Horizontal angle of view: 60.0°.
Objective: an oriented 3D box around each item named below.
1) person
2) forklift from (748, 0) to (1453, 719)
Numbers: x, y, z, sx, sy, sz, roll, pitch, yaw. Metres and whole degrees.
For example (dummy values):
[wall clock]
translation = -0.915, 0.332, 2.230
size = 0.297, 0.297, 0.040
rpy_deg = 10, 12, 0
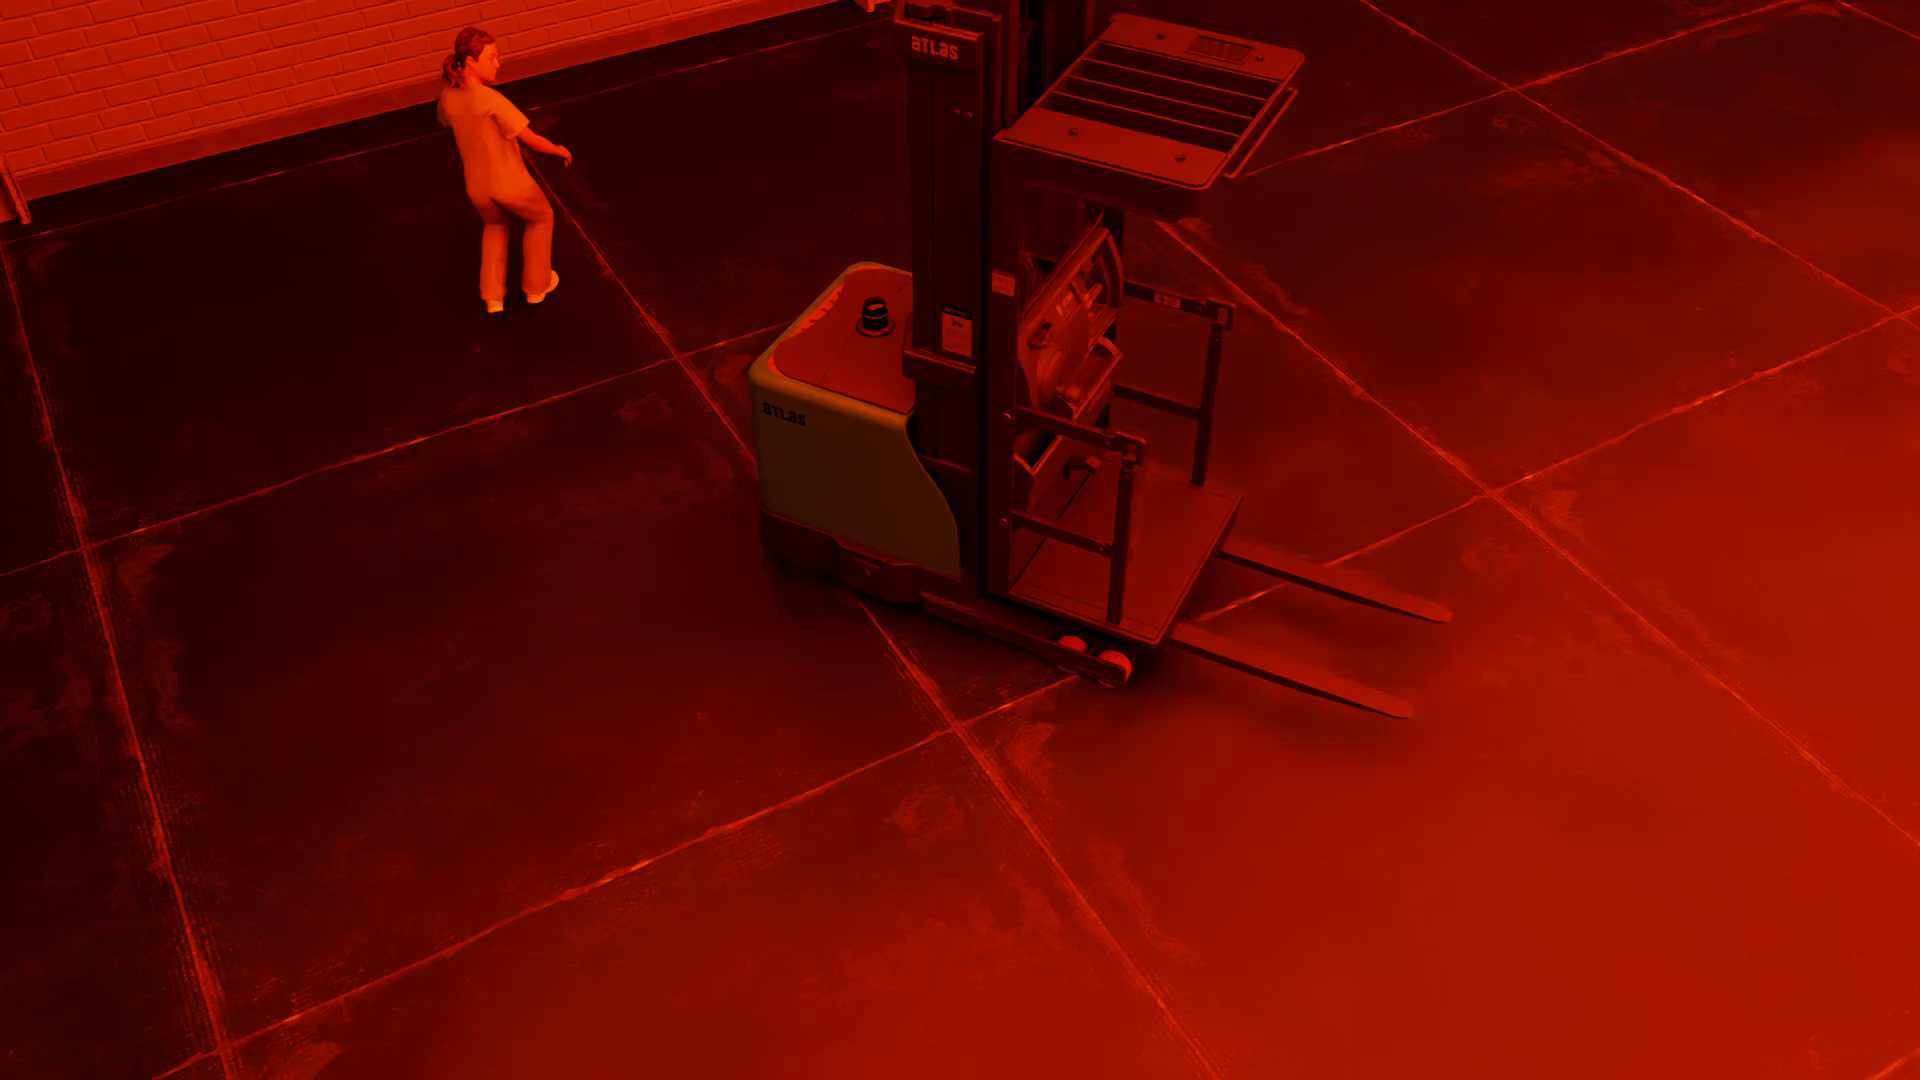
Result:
[person]
translation = -2.395, -1.959, 8.811
size = 0.682, 1.600, 0.622
rpy_deg = 10, 44, 11
[forklift]
translation = 0.630, -0.852, 6.617
size = 3.031, 2.935, 1.130
rpy_deg = 19, 46, 19
